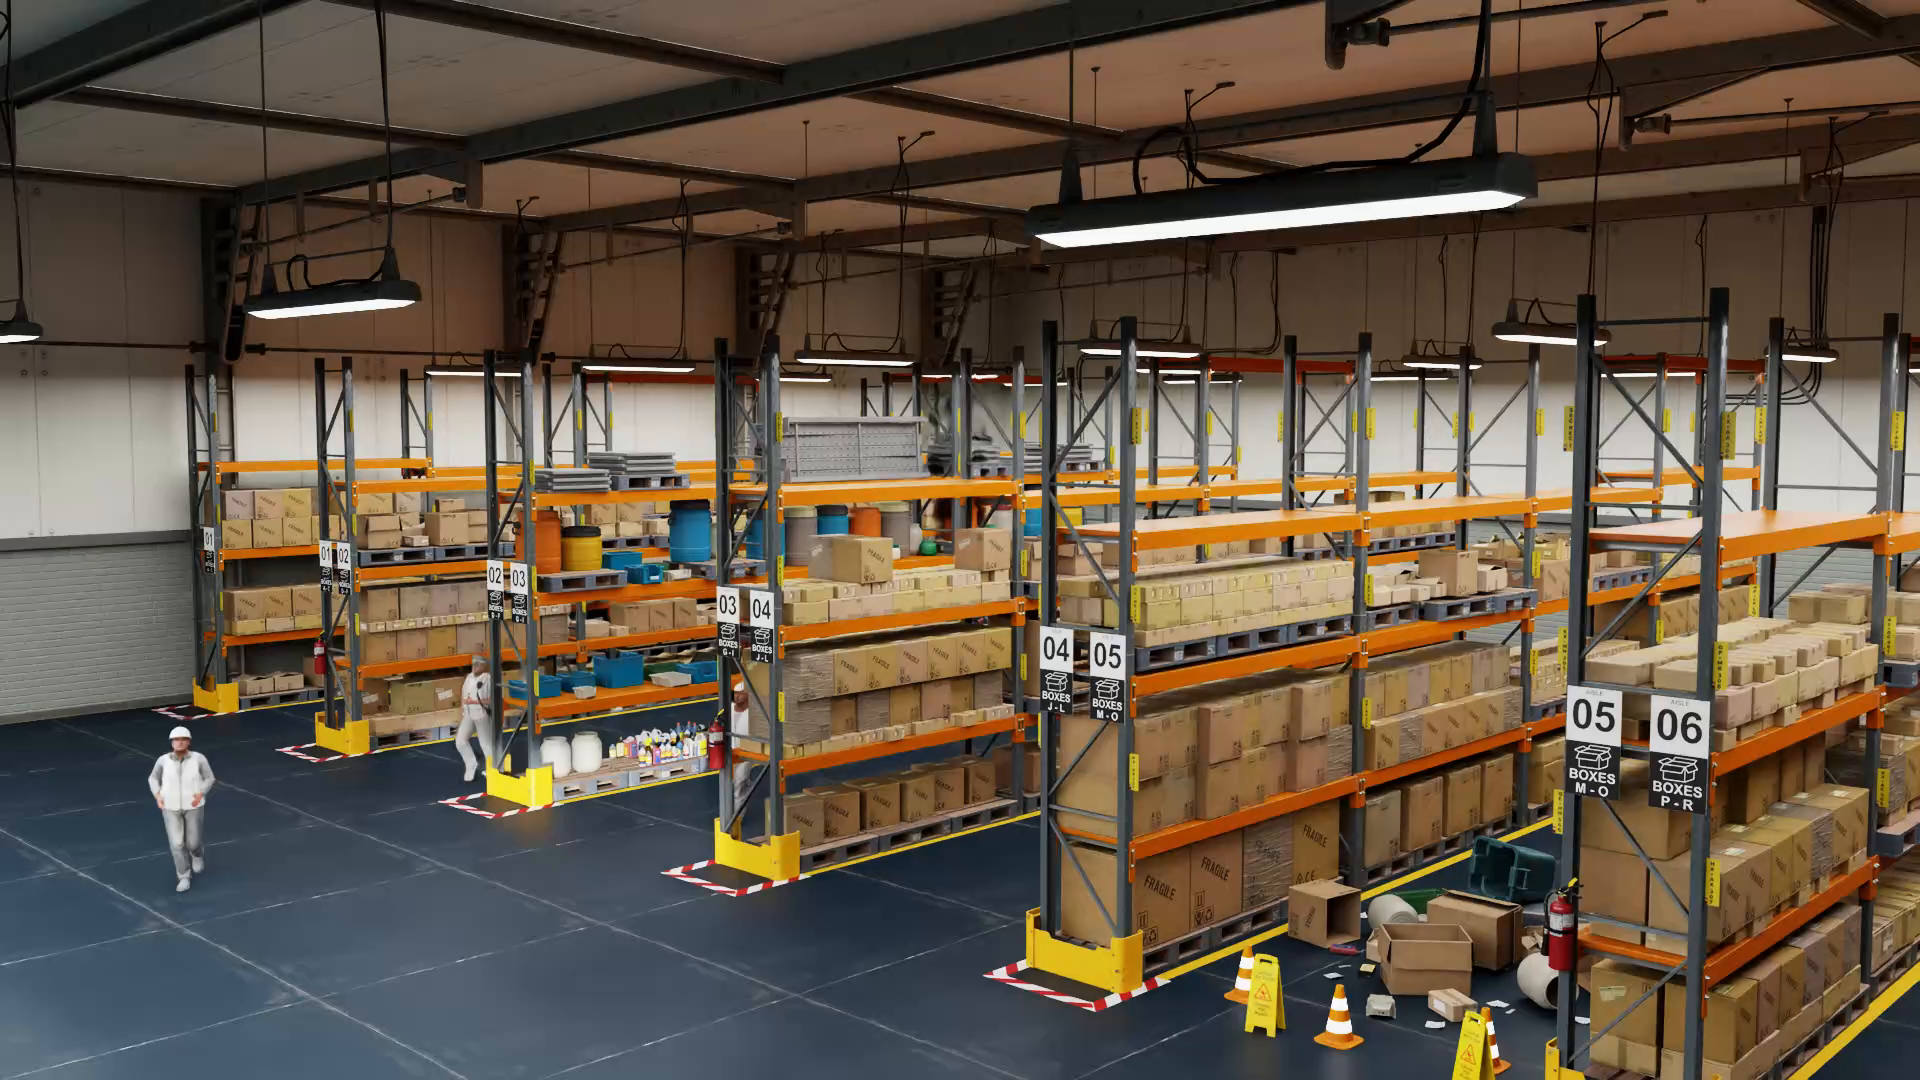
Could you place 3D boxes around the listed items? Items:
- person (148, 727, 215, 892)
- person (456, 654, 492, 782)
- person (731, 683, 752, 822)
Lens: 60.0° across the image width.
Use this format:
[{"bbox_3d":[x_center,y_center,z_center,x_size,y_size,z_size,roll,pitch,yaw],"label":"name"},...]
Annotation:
[{"bbox_3d":[-8.505,2.904,18.185,0.670,1.753,0.687,-2,5,-20],"label":"person"},{"bbox_3d":[-6.779,2.502,23.337,0.633,1.814,0.726,1,5,18],"label":"person"},{"bbox_3d":[-2.767,2.687,21.097,0.692,1.751,0.686,1,5,18],"label":"person"}]
